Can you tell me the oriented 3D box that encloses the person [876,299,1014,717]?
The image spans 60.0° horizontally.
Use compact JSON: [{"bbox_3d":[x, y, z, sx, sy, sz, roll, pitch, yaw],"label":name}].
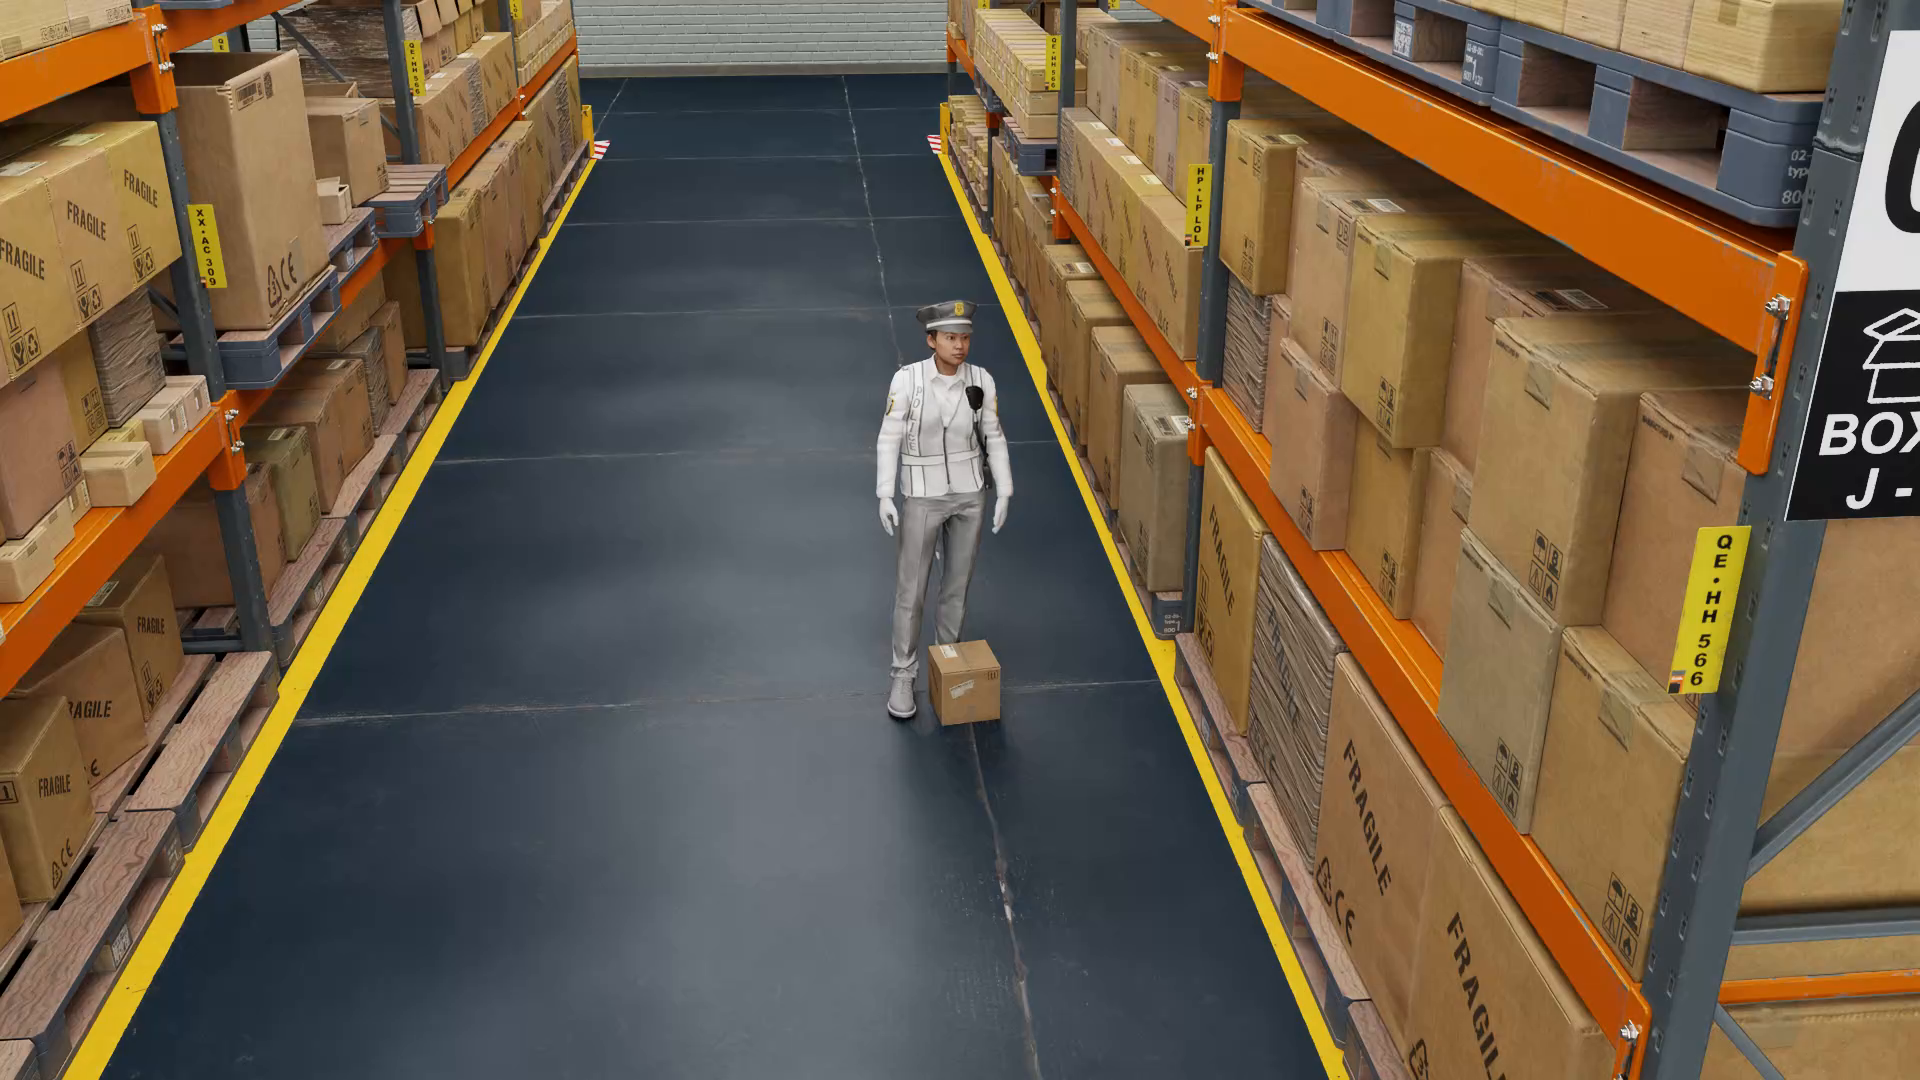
[{"bbox_3d":[-0.055,-0.149,6.873,0.588,1.697,0.534,-5,24,-11],"label":"person"}]
